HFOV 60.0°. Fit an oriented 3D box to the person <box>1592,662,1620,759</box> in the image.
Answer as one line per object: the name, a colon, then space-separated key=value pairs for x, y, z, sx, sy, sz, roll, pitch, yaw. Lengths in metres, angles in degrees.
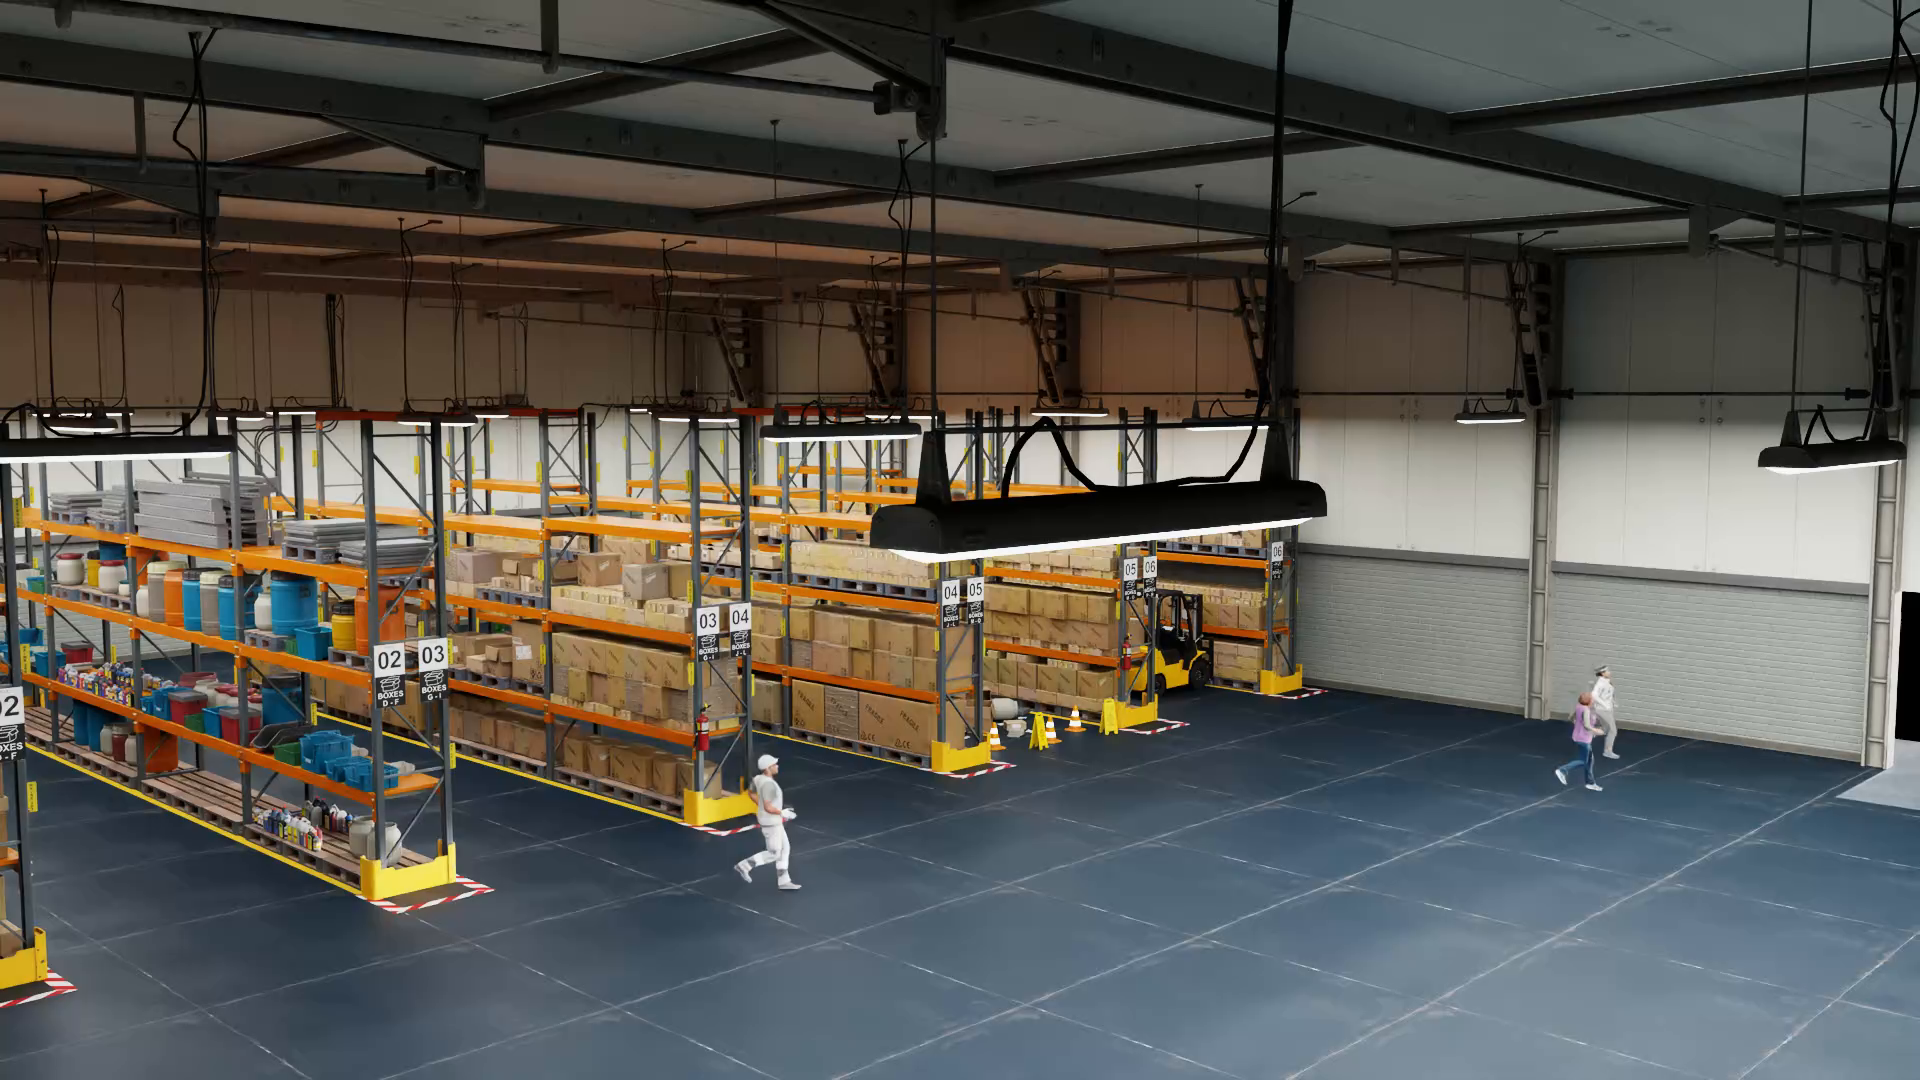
person: x=11.129 y=2.955 z=28.915 sx=0.708 sy=1.677 sz=0.618 roll=2 pitch=5 yaw=22

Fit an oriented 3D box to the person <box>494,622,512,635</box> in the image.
person: x=-11.284 y=1.853 z=40.788 sx=0.886 sy=1.762 sz=0.710 roll=1 pitch=5 yaw=15

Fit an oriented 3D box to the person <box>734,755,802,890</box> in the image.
person: x=-2.448 y=3.595 z=21.091 sx=0.873 sy=1.774 sz=0.666 roll=-1 pitch=5 yaw=-15

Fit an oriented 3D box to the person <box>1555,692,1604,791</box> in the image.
person: x=9.855 y=3.209 z=26.476 sx=0.806 sy=1.595 sz=0.549 roll=0 pitch=5 yaw=1
